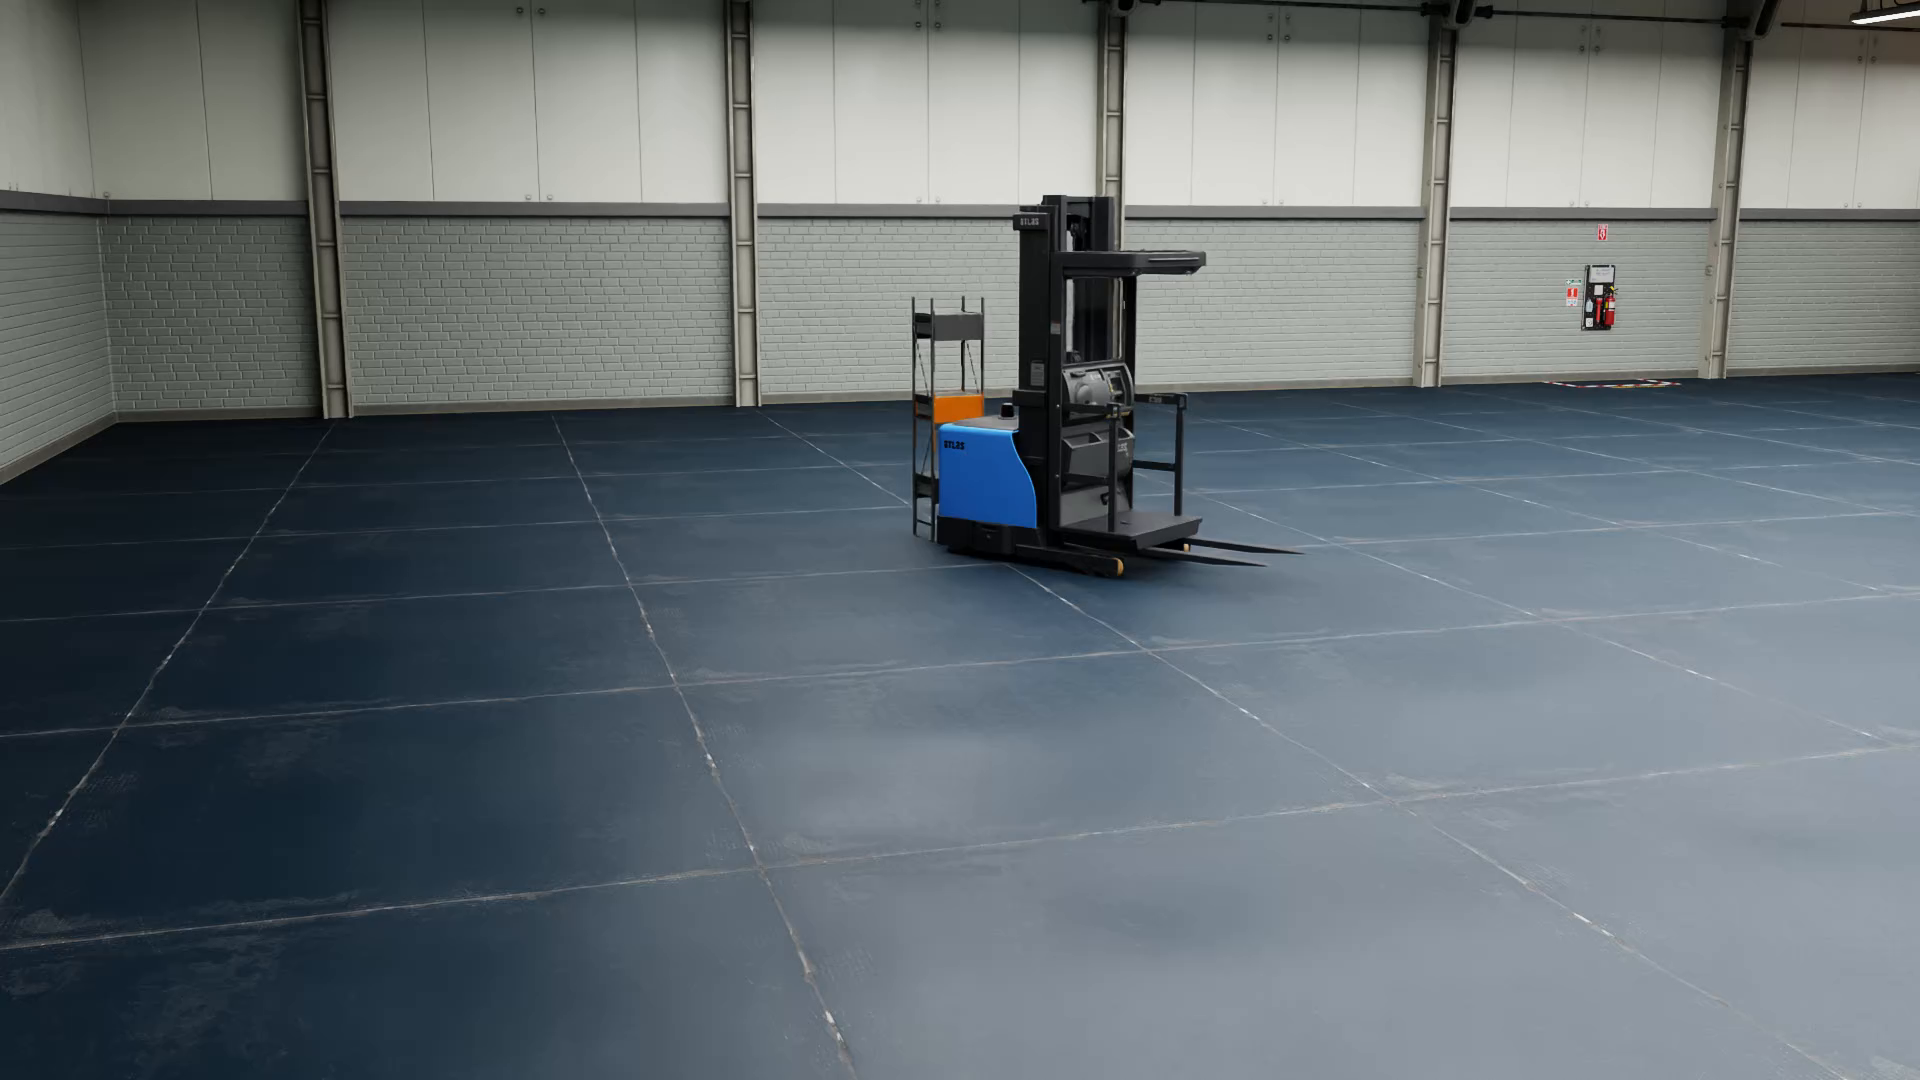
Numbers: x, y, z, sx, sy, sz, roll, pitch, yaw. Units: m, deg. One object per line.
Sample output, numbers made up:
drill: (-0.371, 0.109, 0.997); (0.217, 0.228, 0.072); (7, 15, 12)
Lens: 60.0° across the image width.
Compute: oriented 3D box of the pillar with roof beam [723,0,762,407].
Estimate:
pillar with roof beam: (-2.116, -5.778, 21.077); (0.548, 9.000, 9.100); (-3, 11, -16)

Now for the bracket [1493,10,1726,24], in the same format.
bracket: (11.174, -8.993, 28.601); (4.783, 0.066, 0.076); (-3, 11, -16)

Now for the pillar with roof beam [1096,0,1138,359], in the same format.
pillar with roof beam: (3.645, -6.081, 22.726); (0.548, 9.000, 9.100); (-3, 11, -16)

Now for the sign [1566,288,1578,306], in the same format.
sign: (11.020, -4.376, 29.932); (0.234, 0.329, 0.001); (-3, 11, -16)

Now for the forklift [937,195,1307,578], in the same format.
forklift: (1.278, -1.251, 13.245); (3.031, 2.935, 1.130); (8, 13, 37)

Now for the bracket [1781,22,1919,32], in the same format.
bracket: (16.935, -9.297, 30.251); (4.783, 0.066, 0.076); (-3, 11, -16)

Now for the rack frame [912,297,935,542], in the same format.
rack frame: (-0.319, -1.044, 14.416); (0.015, 2.100, 0.400); (-5, 12, -27)

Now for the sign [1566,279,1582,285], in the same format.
sign: (11.027, -4.635, 29.877); (0.331, 0.109, 0.001); (-3, 11, -16)

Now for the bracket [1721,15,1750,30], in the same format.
bracket: (13.664, -9.125, 29.314); (0.430, 0.232, 0.235); (-3, 11, -16)

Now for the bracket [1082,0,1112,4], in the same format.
bracket: (2.142, -8.517, 26.016); (0.430, 0.232, 0.235); (-3, 11, -16)

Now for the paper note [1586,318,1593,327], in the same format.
paper note: (11.391, -3.938, 30.086); (0.142, 0.148, 0.016); (-3, 11, -16)

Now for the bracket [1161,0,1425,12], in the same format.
bracket: (5.413, -8.690, 26.952); (4.783, 0.066, 0.076); (-3, 11, -16)

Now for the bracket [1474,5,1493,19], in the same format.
bracket: (8.700, -8.863, 27.893); (0.430, 0.232, 0.235); (-3, 11, -16)

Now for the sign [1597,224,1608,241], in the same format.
sign: (11.544, -5.525, 29.871); (0.199, 0.298, 0.001); (-3, 11, -16)

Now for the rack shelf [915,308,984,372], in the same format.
rack shelf: (-0.103, -1.739, 14.402); (0.480, 0.518, 0.431); (-5, 12, -27)

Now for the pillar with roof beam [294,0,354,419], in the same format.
pillar with roof beam: (-7.877, -5.474, 19.427); (0.400, 9.000, 9.100); (-3, 11, -16)

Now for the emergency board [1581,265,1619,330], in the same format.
emergency board: (11.580, -4.368, 29.989); (0.643, 1.169, 0.194); (-3, 11, -16)

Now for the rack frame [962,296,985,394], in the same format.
rack frame: (0.114, -1.084, 14.637); (0.015, 2.100, 0.400); (-5, 12, -27)

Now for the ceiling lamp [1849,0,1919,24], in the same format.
ceiling lamp: (13.933, -9.371, 24.471); (0.800, 3.185, 2.000); (-3, 11, -16)

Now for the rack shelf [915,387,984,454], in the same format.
rack shelf: (-0.103, -1.051, 14.529); (0.480, 0.518, 0.431); (-5, 12, -27)

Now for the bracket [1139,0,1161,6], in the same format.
bracket: (2.939, -8.559, 26.244); (0.430, 0.232, 0.235); (-3, 11, -16)

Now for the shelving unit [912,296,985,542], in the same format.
shelving unit: (-0.103, -1.064, 14.527); (0.503, 2.100, 0.431); (-5, 12, -27)

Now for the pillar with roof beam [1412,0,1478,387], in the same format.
pillar with roof beam: (9.406, -6.385, 24.375); (0.548, 9.000, 9.100); (-3, 11, -16)

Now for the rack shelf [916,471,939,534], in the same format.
rack shelf: (-0.103, -0.362, 14.656); (0.480, 0.518, 0.431); (-5, 12, -27)

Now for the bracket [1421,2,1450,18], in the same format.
bracket: (7.903, -8.821, 27.665); (0.430, 0.232, 0.235); (-3, 11, -16)

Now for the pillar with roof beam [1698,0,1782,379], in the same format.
pillar with roof beam: (15.167, -6.689, 26.024); (0.548, 9.000, 9.100); (-3, 11, -16)
